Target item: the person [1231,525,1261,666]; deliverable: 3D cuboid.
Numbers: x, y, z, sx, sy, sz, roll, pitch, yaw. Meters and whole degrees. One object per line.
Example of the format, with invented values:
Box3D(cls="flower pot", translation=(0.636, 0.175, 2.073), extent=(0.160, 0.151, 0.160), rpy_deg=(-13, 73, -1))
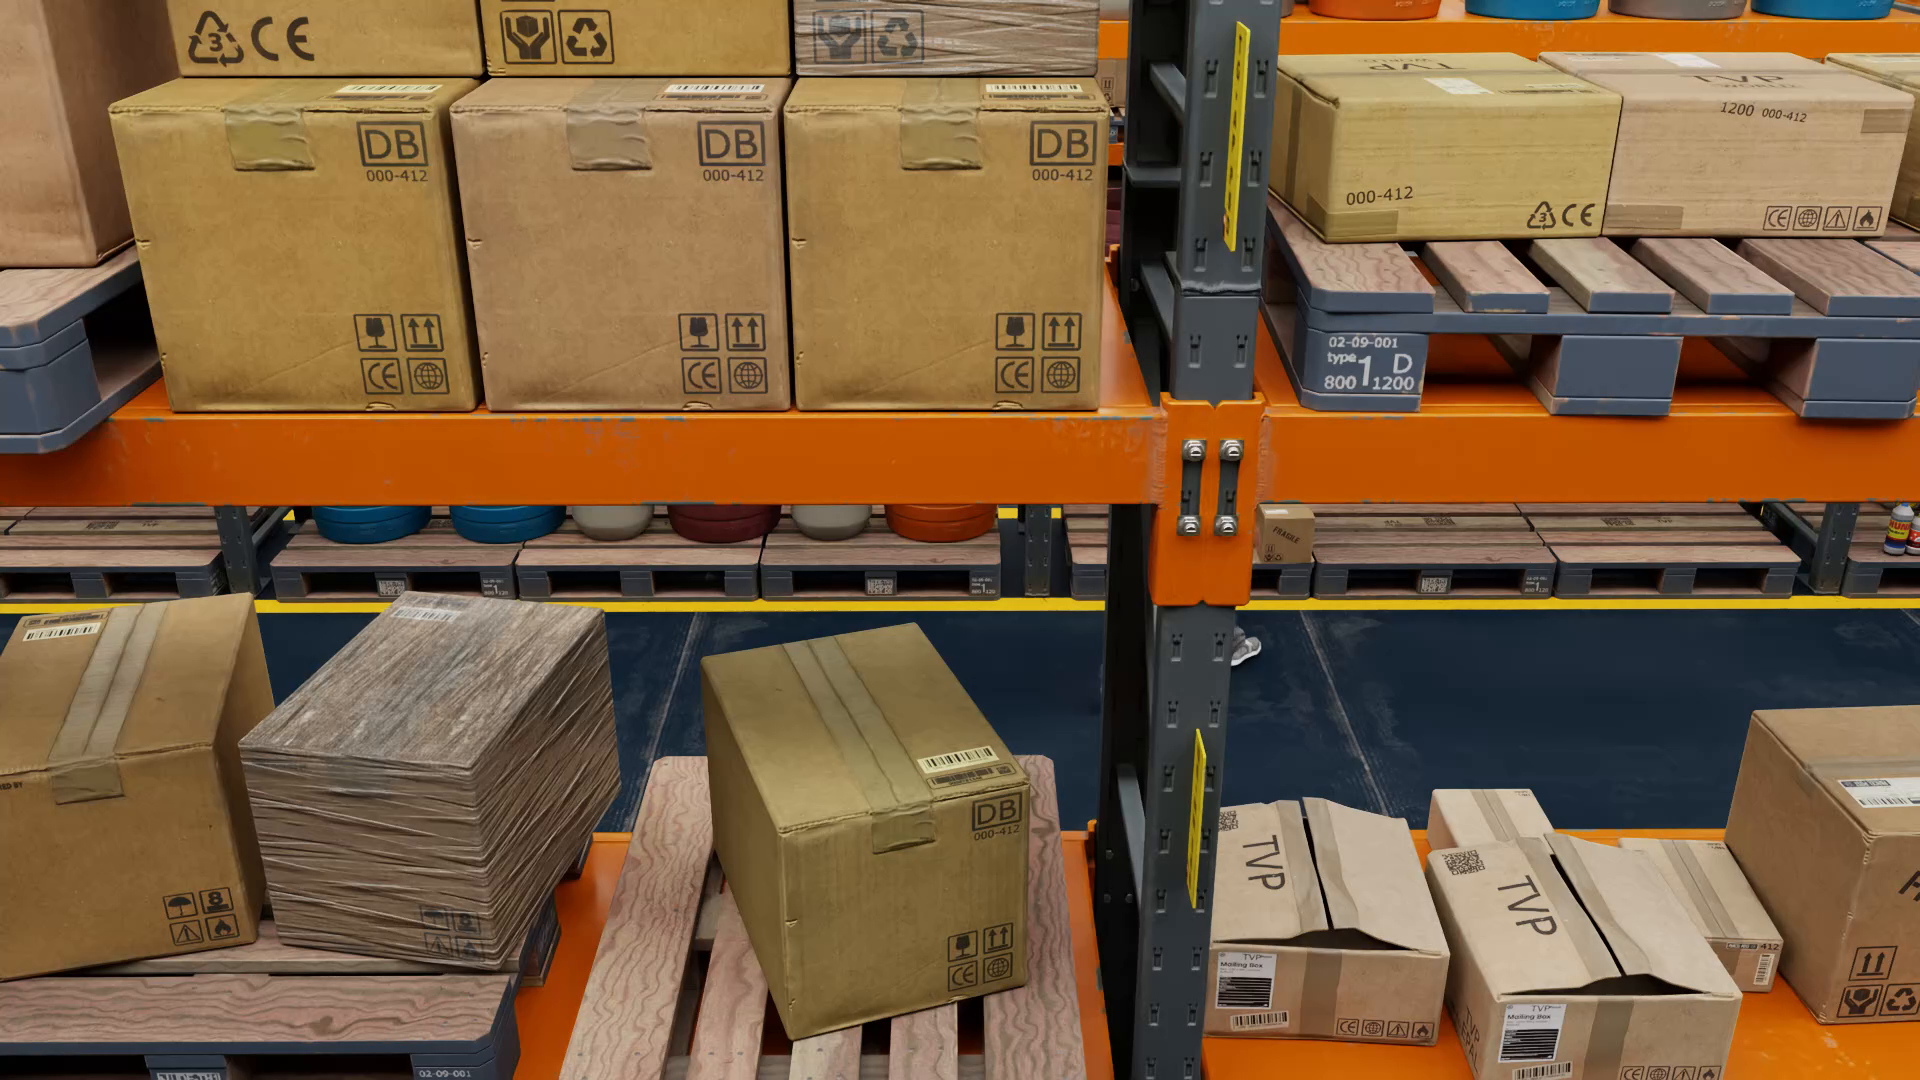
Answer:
Box3D(cls="person", translation=(1.069, -0.094, 7.338), extent=(0.824, 1.539, 0.480), rpy_deg=(-15, 28, -29))
